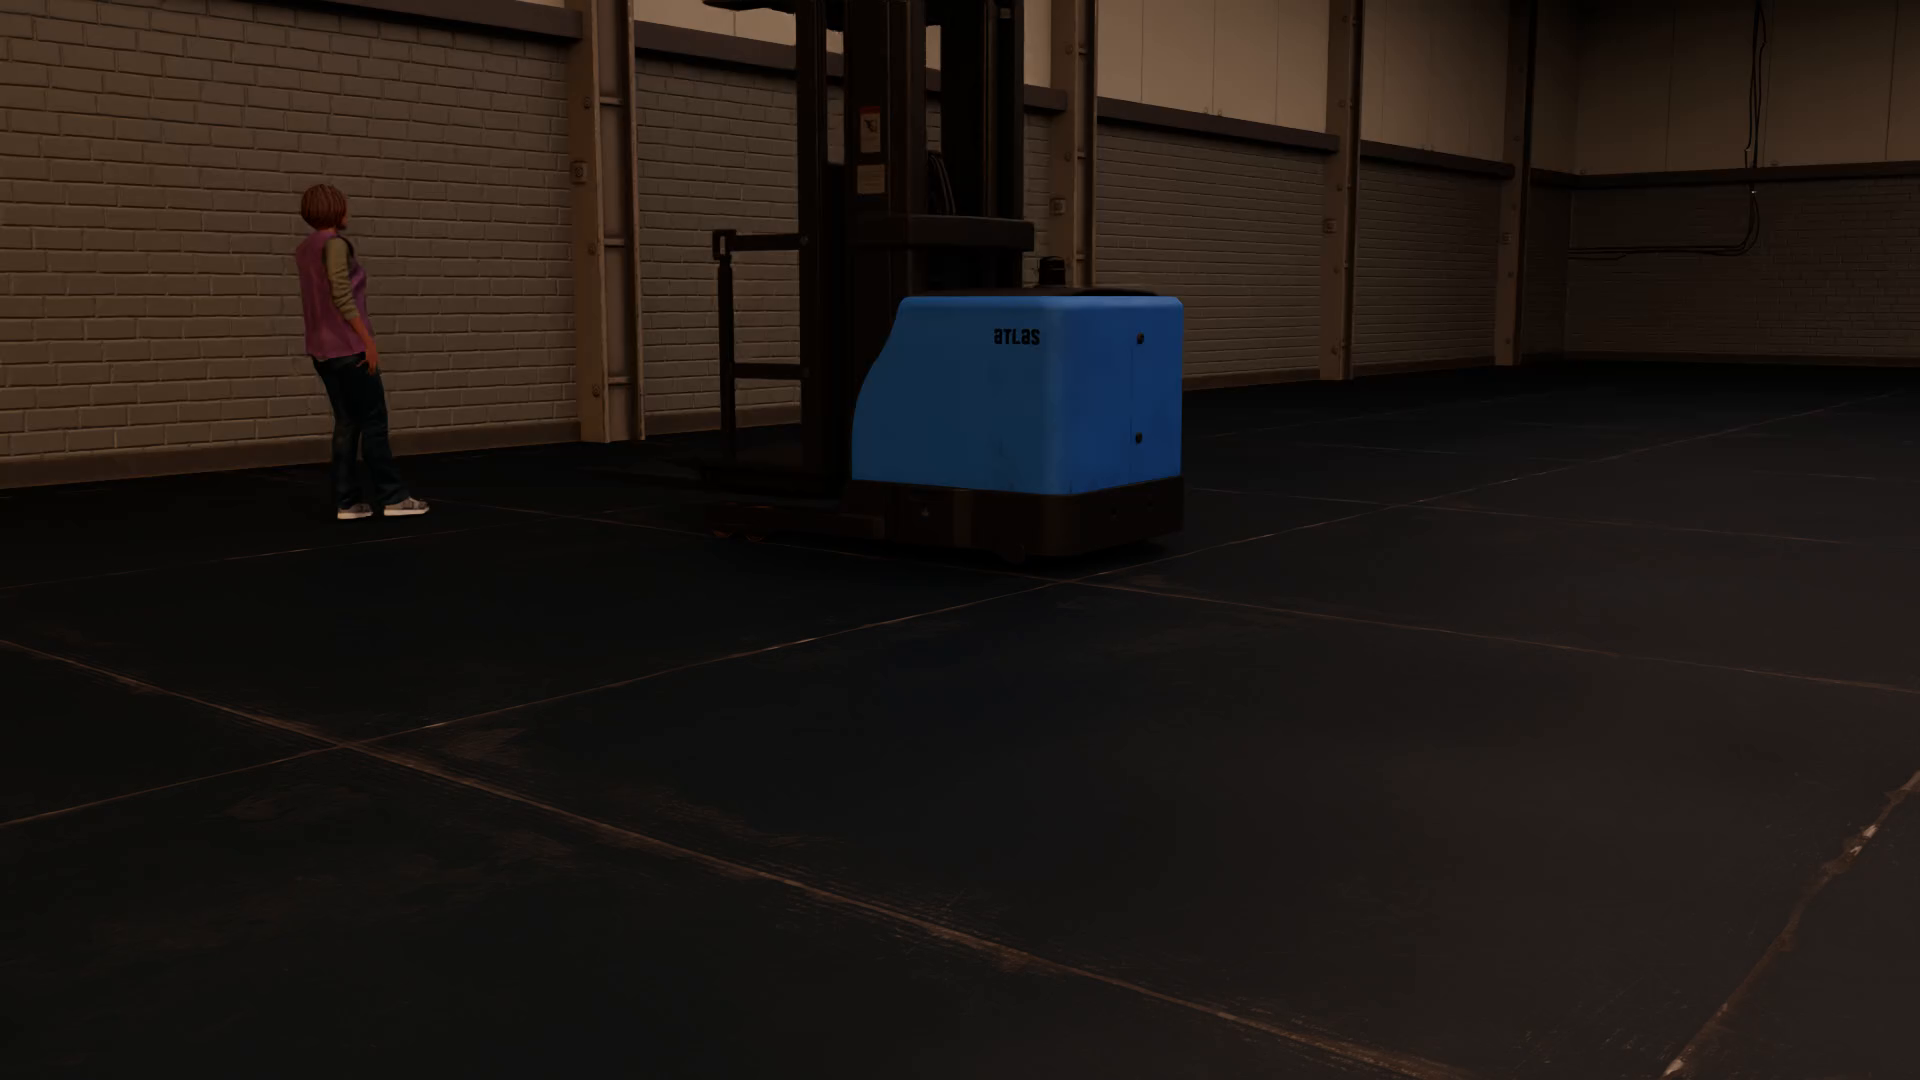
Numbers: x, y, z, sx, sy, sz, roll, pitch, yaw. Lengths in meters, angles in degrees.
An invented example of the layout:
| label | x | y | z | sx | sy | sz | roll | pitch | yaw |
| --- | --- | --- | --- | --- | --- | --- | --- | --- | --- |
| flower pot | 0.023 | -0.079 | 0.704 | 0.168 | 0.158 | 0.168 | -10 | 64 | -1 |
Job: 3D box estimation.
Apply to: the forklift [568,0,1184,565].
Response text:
| label | x | y | z | sx | sy | sz | roll | pitch | yaw |
| --- | --- | --- | --- | --- | --- | --- | --- | --- | --- |
| forklift | -0.529 | -1.496 | 7.504 | 3.031 | 2.935 | 1.130 | 6 | 10 | 35 |

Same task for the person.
| label | x | y | z | sx | sy | sz | roll | pitch | yaw |
| --- | --- | --- | --- | --- | --- | --- | --- | --- | --- |
| person | -2.871 | -0.895 | 8.015 | 0.543 | 1.598 | 0.497 | -8 | 12 | -43 |
